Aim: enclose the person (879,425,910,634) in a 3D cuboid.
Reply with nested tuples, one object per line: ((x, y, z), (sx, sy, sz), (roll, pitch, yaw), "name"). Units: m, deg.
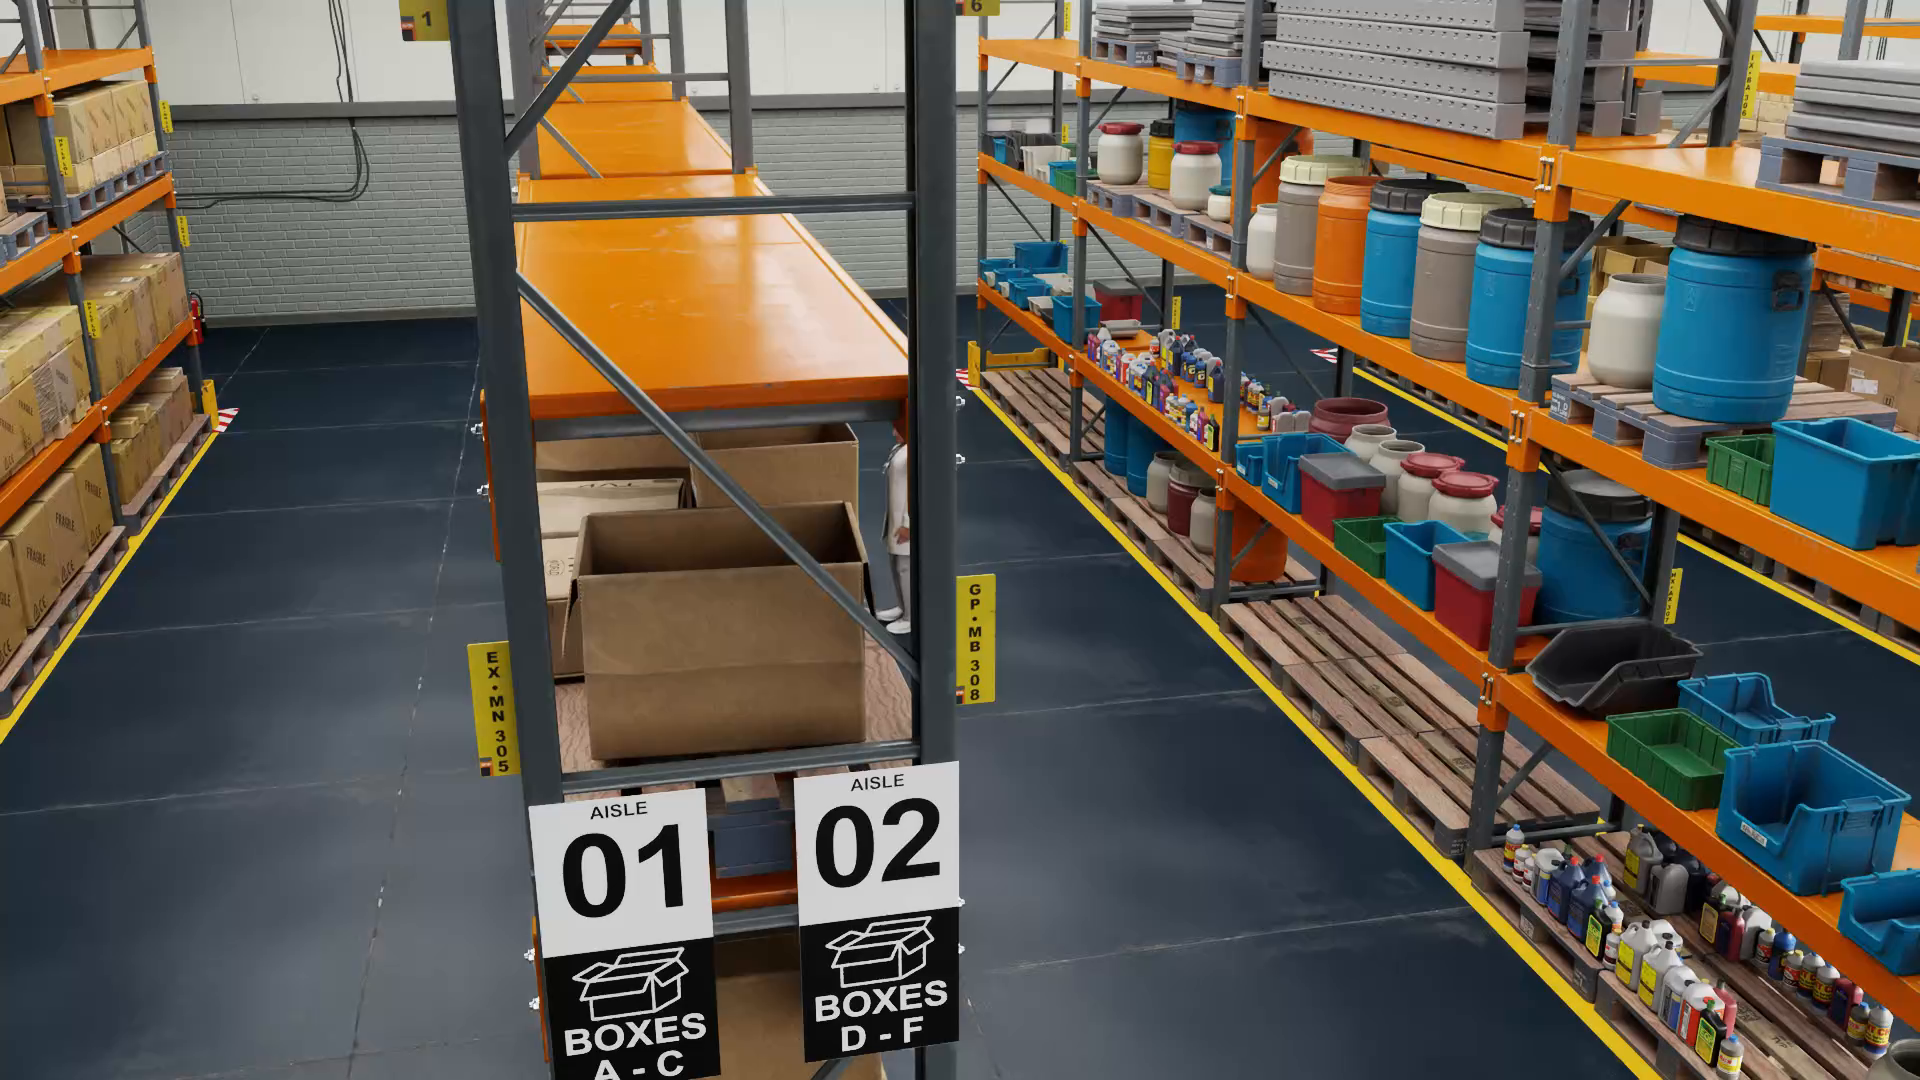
((-0.428, -0.153, 12.875), (0.380, 1.773, 0.562), (-4, 20, -11), "person")
